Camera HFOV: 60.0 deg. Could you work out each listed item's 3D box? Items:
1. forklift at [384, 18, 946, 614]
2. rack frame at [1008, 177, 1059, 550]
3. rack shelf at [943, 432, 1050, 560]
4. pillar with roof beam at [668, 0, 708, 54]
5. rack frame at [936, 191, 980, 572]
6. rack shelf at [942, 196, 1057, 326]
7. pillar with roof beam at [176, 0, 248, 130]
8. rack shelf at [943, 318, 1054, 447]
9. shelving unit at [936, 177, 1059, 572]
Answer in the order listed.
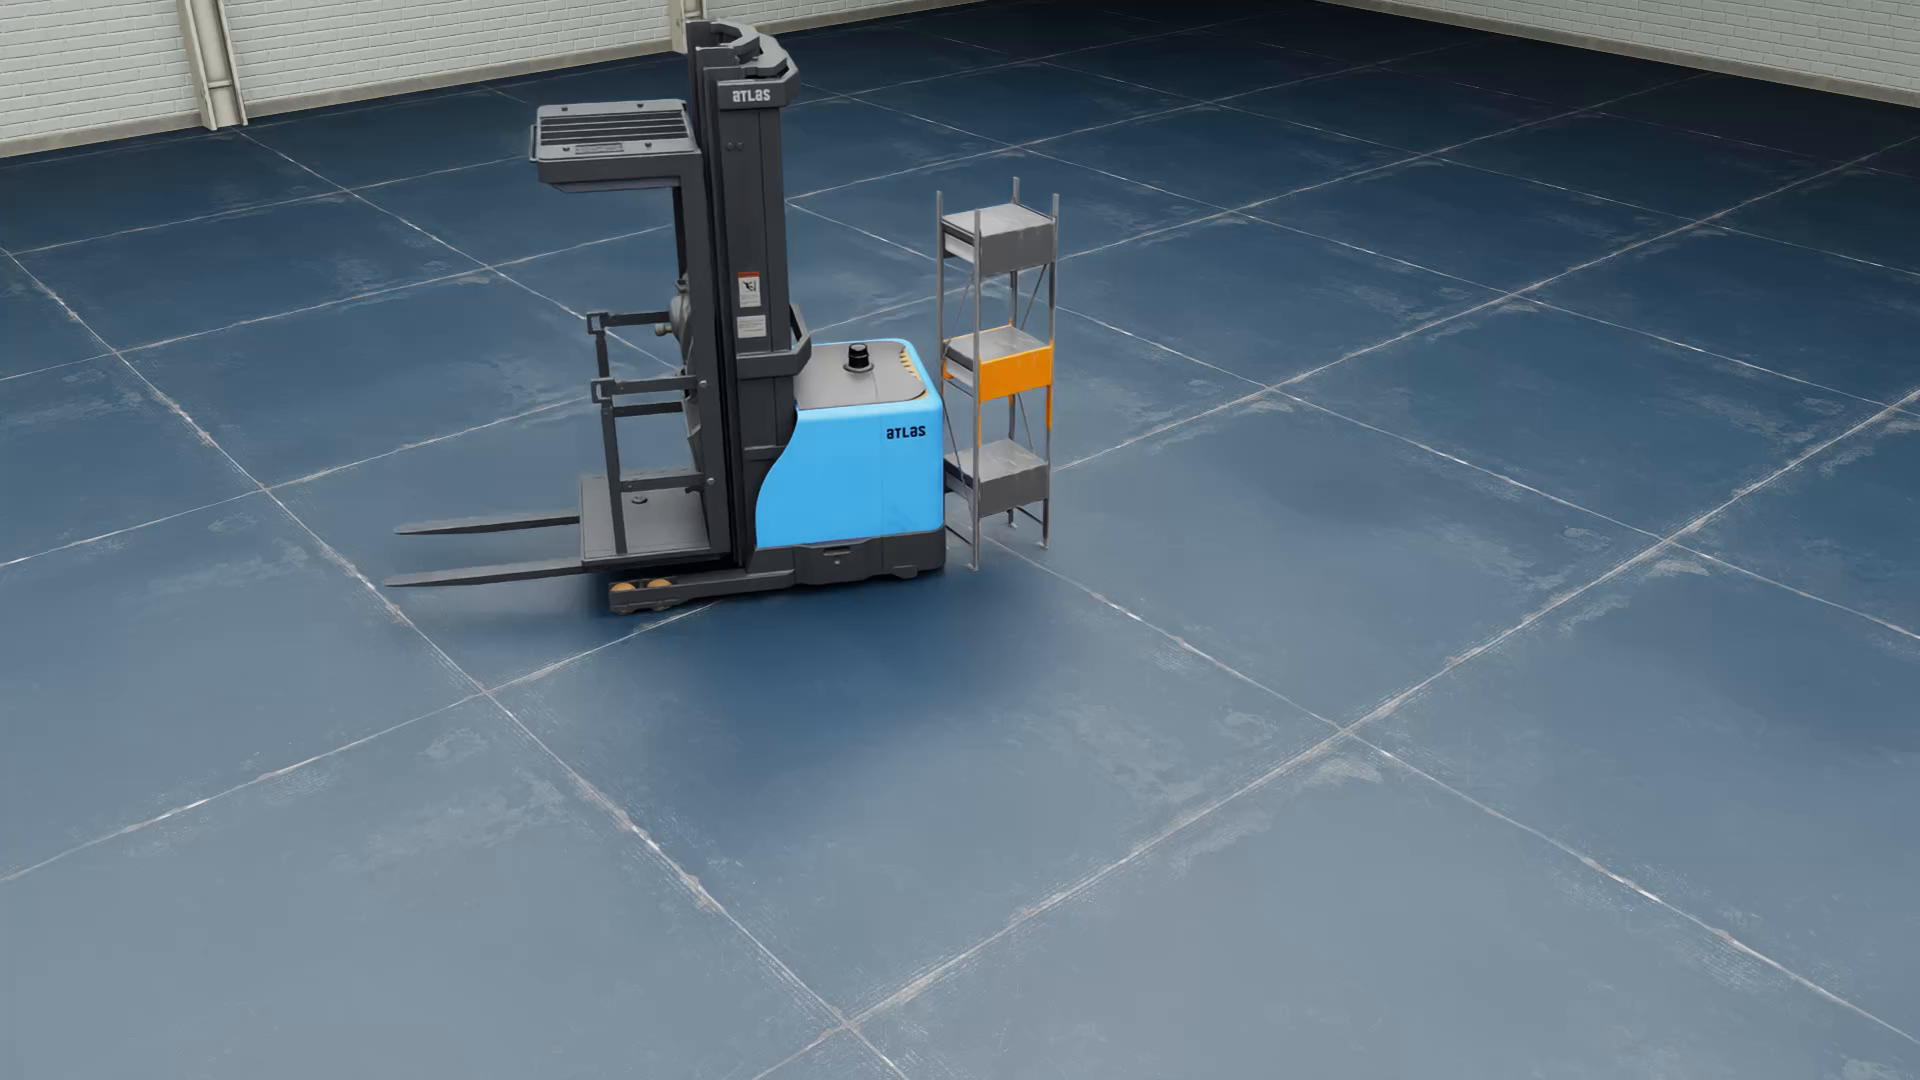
[{"bbox_3d":[-1.651,-1.163,8.817,3.031,2.935,1.130,-6,29,-11],"label":"forklift"},{"bbox_3d":[0.400,-0.949,9.297,0.015,2.100,0.400,-17,32,-28],"label":"rack frame"},{"bbox_3d":[0.195,-0.257,9.518,0.480,0.518,0.431,-17,32,-28],"label":"rack shelf"},{"bbox_3d":[-0.728,-8.832,16.729,0.400,9.000,9.100,-22,35,-35],"label":"pillar with roof beam"},{"bbox_3d":[-0.011,-0.825,9.065,0.015,2.100,0.400,-17,32,-28],"label":"rack frame"},{"bbox_3d":[0.195,-1.492,8.858,0.480,0.518,0.431,-17,32,-28],"label":"rack shelf"},{"bbox_3d":[-5.293,-6.997,13.295,0.400,9.000,9.100,-22,35,-35],"label":"pillar with roof beam"},{"bbox_3d":[0.195,-0.875,9.188,0.480,0.518,0.431,-17,32,-28],"label":"rack shelf"},{"bbox_3d":[0.195,-0.887,9.181,0.503,2.100,0.431,-17,32,-28],"label":"shelving unit"}]
